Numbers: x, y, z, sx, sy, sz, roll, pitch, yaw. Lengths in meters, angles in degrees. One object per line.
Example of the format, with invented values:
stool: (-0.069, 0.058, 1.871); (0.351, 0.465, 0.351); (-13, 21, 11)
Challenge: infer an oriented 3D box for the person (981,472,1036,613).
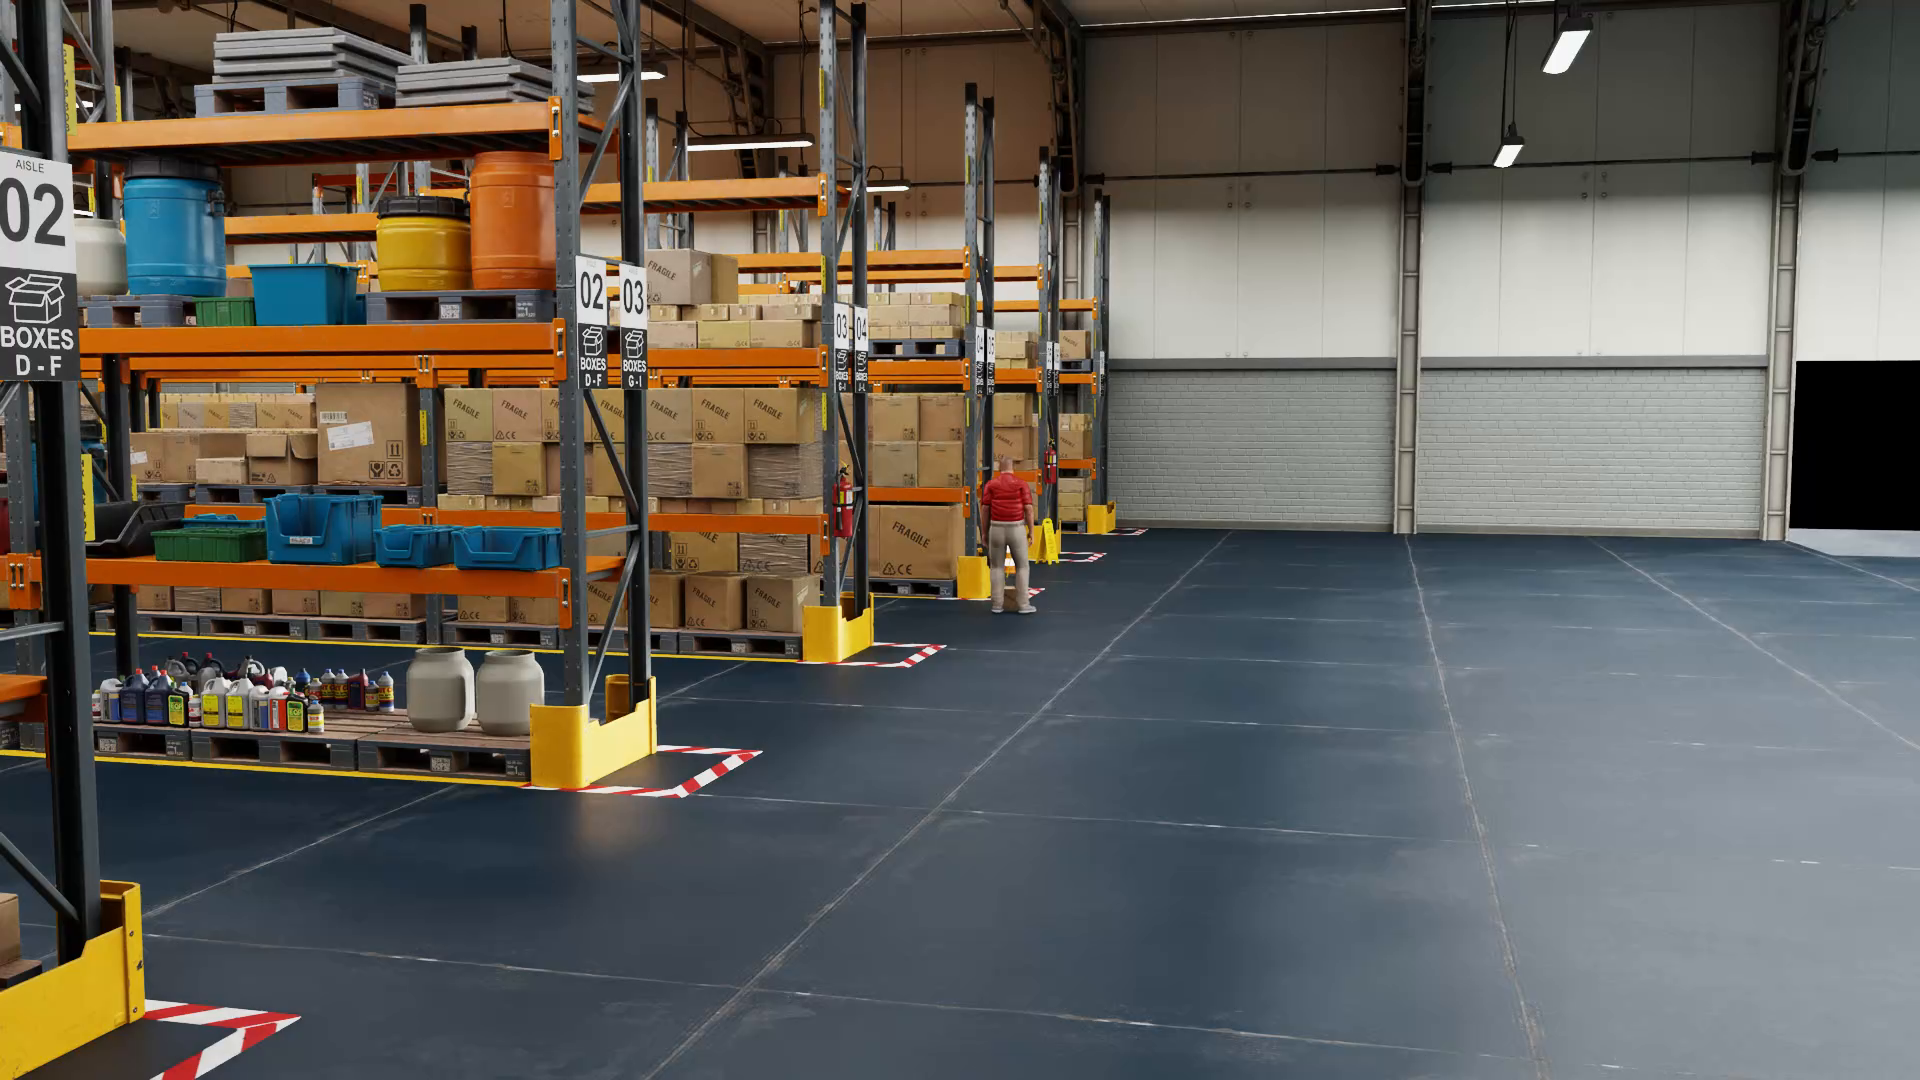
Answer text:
person: (0.535, 0.029, 18.299); (0.592, 1.551, 0.394); (1, 5, 10)
